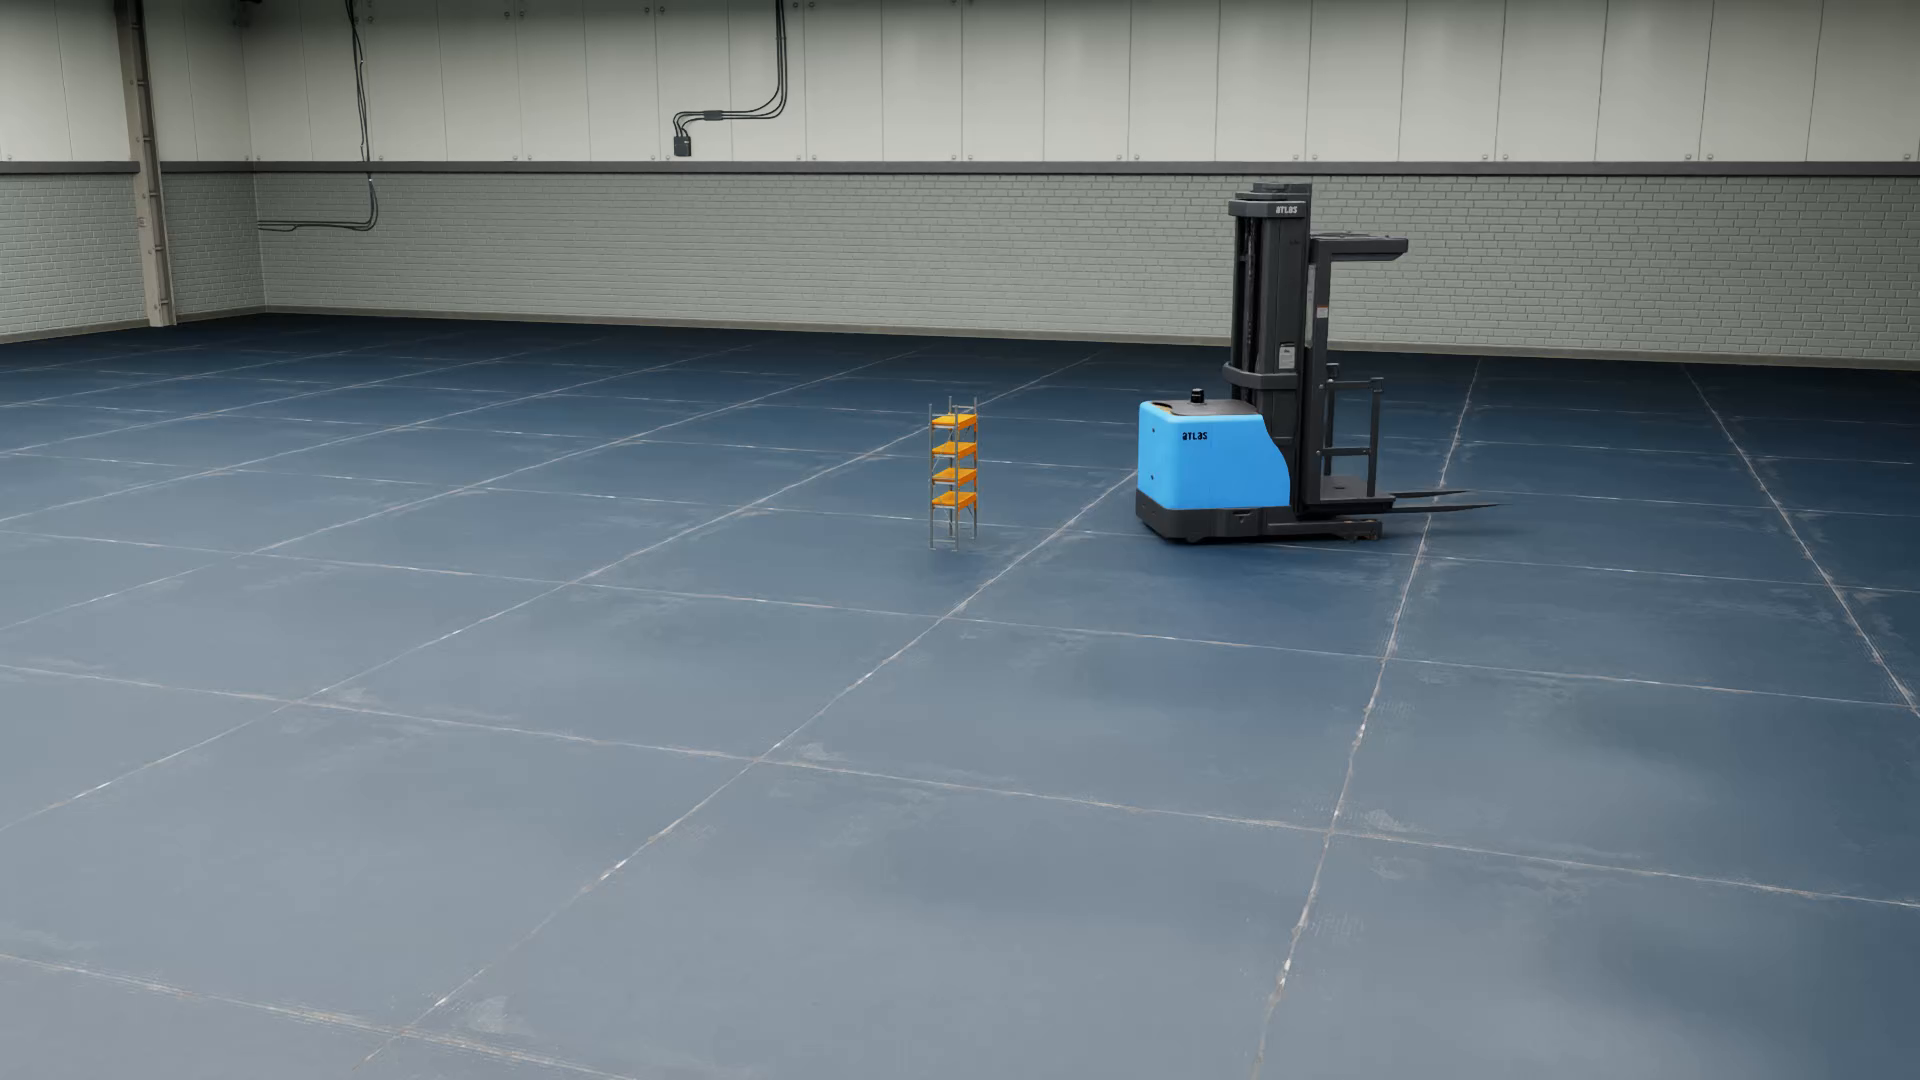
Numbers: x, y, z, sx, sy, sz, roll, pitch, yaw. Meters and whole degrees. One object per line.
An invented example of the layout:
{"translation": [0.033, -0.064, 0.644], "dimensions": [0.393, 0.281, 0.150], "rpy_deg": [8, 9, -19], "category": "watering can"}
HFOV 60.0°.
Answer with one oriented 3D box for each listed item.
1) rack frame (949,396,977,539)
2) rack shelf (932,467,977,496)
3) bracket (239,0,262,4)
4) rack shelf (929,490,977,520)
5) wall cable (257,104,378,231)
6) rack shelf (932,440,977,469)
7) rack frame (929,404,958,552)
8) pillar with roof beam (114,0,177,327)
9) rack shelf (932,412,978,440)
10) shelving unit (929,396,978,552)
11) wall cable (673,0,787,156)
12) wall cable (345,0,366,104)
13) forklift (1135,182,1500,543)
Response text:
{"translation": [0.025, -0.601, 13.927], "dimensions": [0.240, 1.200, 0.015], "rpy_deg": [4, 14, 18], "category": "rack frame"}
{"translation": [-0.054, -0.485, 13.717], "dimensions": [0.258, 0.148, 0.480], "rpy_deg": [4, 14, 18], "category": "rack shelf"}
{"translation": [-14.187, -10.854, 33.232], "dimensions": [0.235, 0.232, 0.430], "rpy_deg": [4, 14, 18], "category": "bracket"}
{"translation": [-0.054, -0.291, 13.761], "dimensions": [0.258, 0.148, 0.480], "rpy_deg": [4, 14, 18], "category": "rack shelf"}
{"translation": [-13.220, -7.550, 33.821], "dimensions": [3.097, 2.526, 0.112], "rpy_deg": [4, 14, 18], "category": "wall cable"}
{"translation": [-0.054, -0.703, 13.667], "dimensions": [0.258, 0.148, 0.480], "rpy_deg": [4, 14, 18], "category": "rack shelf"}
{"translation": [-0.133, -0.499, 13.477], "dimensions": [0.240, 1.200, 0.015], "rpy_deg": [4, 14, 18], "category": "rack frame"}
{"translation": [-11.351, -8.229, 29.817], "dimensions": [9.100, 9.000, 0.548], "rpy_deg": [4, 14, 18], "category": "pillar with roof beam"}
{"translation": [-0.054, -0.933, 13.614], "dimensions": [0.258, 0.148, 0.480], "rpy_deg": [4, 14, 18], "category": "rack shelf"}
{"translation": [-0.054, -0.550, 13.702], "dimensions": [0.258, 1.200, 0.503], "rpy_deg": [4, 14, 18], "category": "shelving unit"}
{"translation": [-4.242, -10.035, 30.088], "dimensions": [2.305, 6.003, 0.169], "rpy_deg": [4, 14, 18], "category": "wall cable"}
{"translation": [-10.660, -9.817, 32.406], "dimensions": [3.097, 2.526, 0.112], "rpy_deg": [4, 14, 18], "category": "wall cable"}
{"translation": [3.108, -1.539, 14.144], "dimensions": [3.031, 2.935, 1.130], "rpy_deg": [-2, 13, -9], "category": "forklift"}
